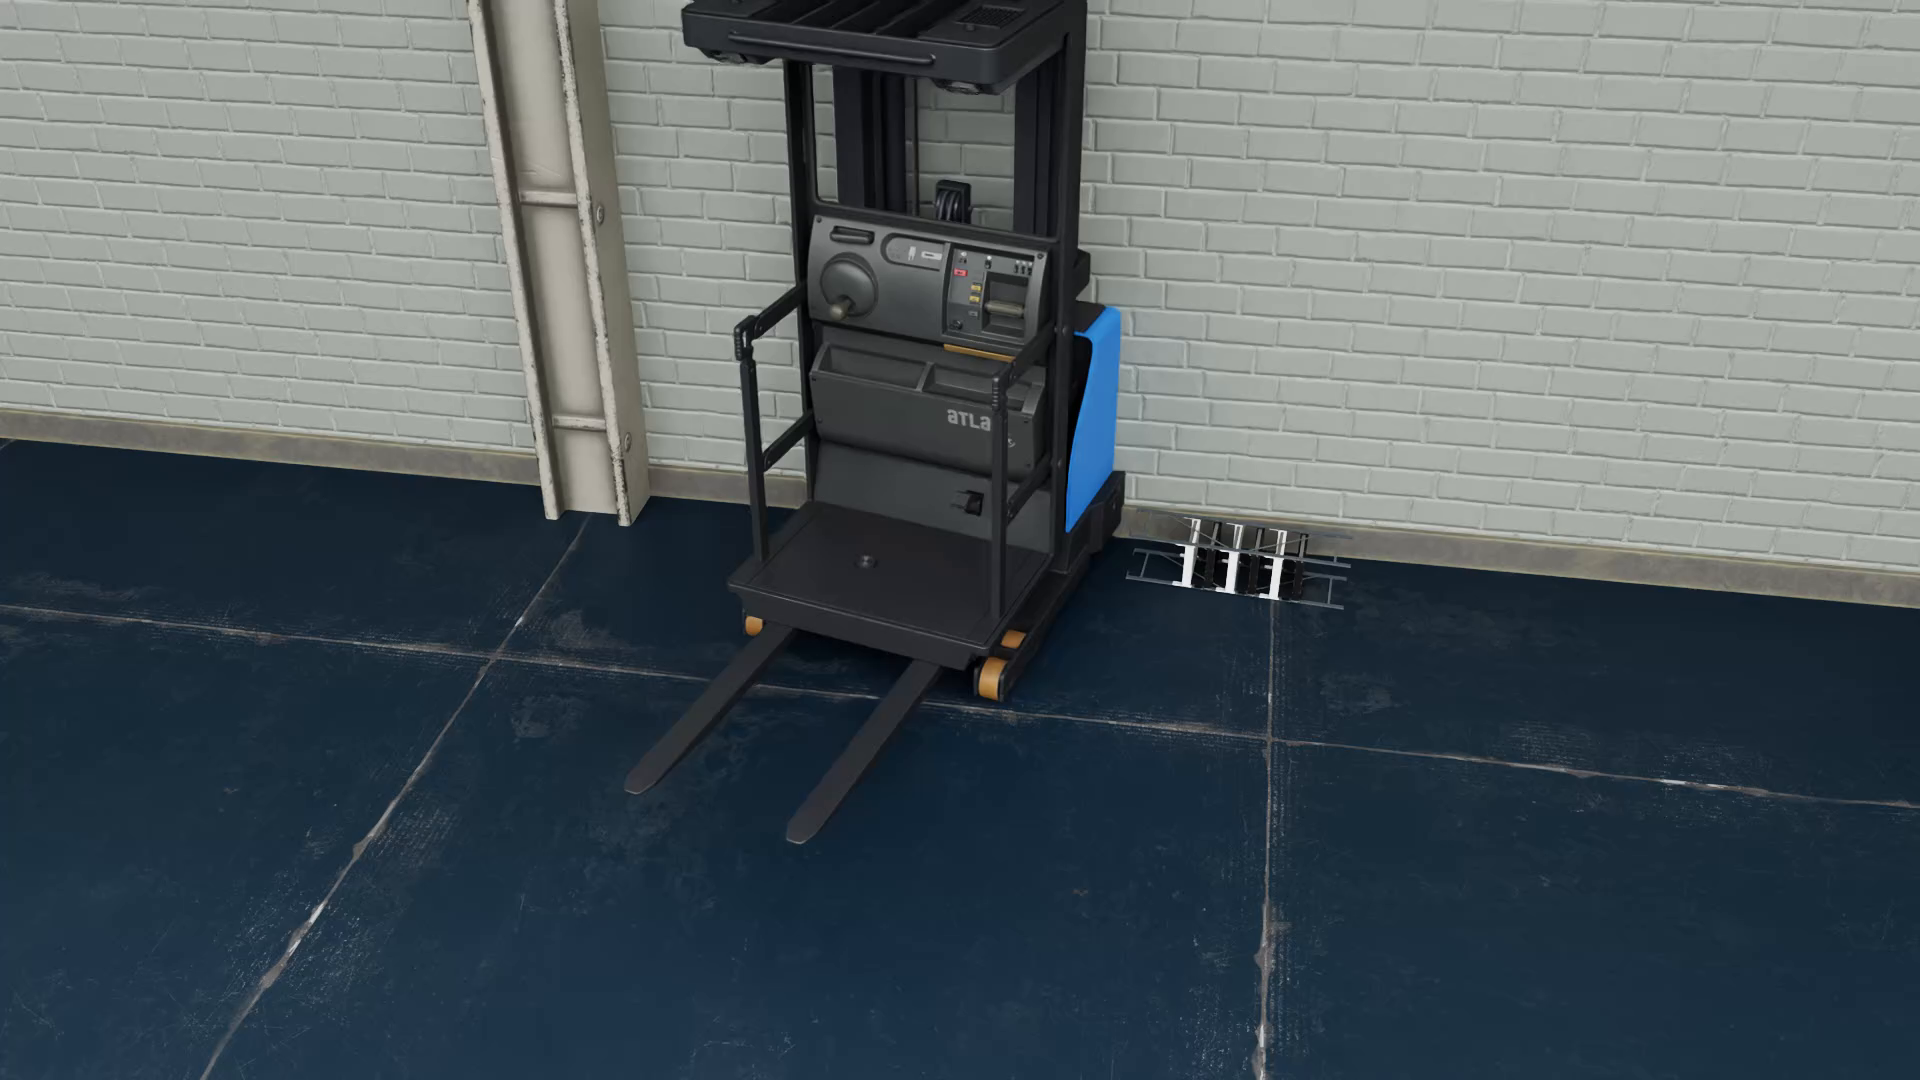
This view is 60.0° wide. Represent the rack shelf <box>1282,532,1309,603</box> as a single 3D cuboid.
[{"bbox_3d":[1.391,0.106,6.880,0.077,0.200,0.258,8,33,12],"label":"rack shelf"}]

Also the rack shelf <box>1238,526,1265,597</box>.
[{"bbox_3d":[1.216,0.081,6.916,0.077,0.200,0.258,8,33,12],"label":"rack shelf"}]

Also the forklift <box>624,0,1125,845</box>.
[{"bbox_3d":[-0.211,-0.894,5.915,1.130,2.935,3.031,13,34,20],"label":"forklift"}]

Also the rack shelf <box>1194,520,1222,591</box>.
[{"bbox_3d":[1.041,0.057,6.952,0.077,0.200,0.258,8,33,12],"label":"rack shelf"}]

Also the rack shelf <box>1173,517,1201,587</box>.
[{"bbox_3d":[0.954,0.044,6.970,0.077,0.200,0.258,8,33,12],"label":"rack shelf"}]

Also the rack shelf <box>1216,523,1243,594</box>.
[{"bbox_3d":[1.129,0.069,6.934,0.077,0.200,0.258,8,33,12],"label":"rack shelf"}]

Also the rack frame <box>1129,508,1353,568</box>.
[{"bbox_3d":[1.162,-0.013,6.873,0.900,0.006,0.240,8,33,12],"label":"rack frame"}]

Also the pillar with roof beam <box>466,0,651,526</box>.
[{"bbox_3d":[-2.350,-1.721,1.519,0.400,9.000,9.100,5,32,8],"label":"pillar with roof beam"}]

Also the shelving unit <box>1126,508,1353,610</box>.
[{"bbox_3d":[1.161,0.073,6.927,0.900,0.210,0.258,8,33,12],"label":"shelving unit"}]

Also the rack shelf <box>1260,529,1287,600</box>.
[{"bbox_3d":[1.303,0.093,6.898,0.077,0.200,0.258,8,33,12],"label":"rack shelf"}]

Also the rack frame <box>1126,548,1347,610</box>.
[{"bbox_3d":[1.160,0.159,6.982,0.900,0.006,0.240,8,33,12],"label":"rack frame"}]
